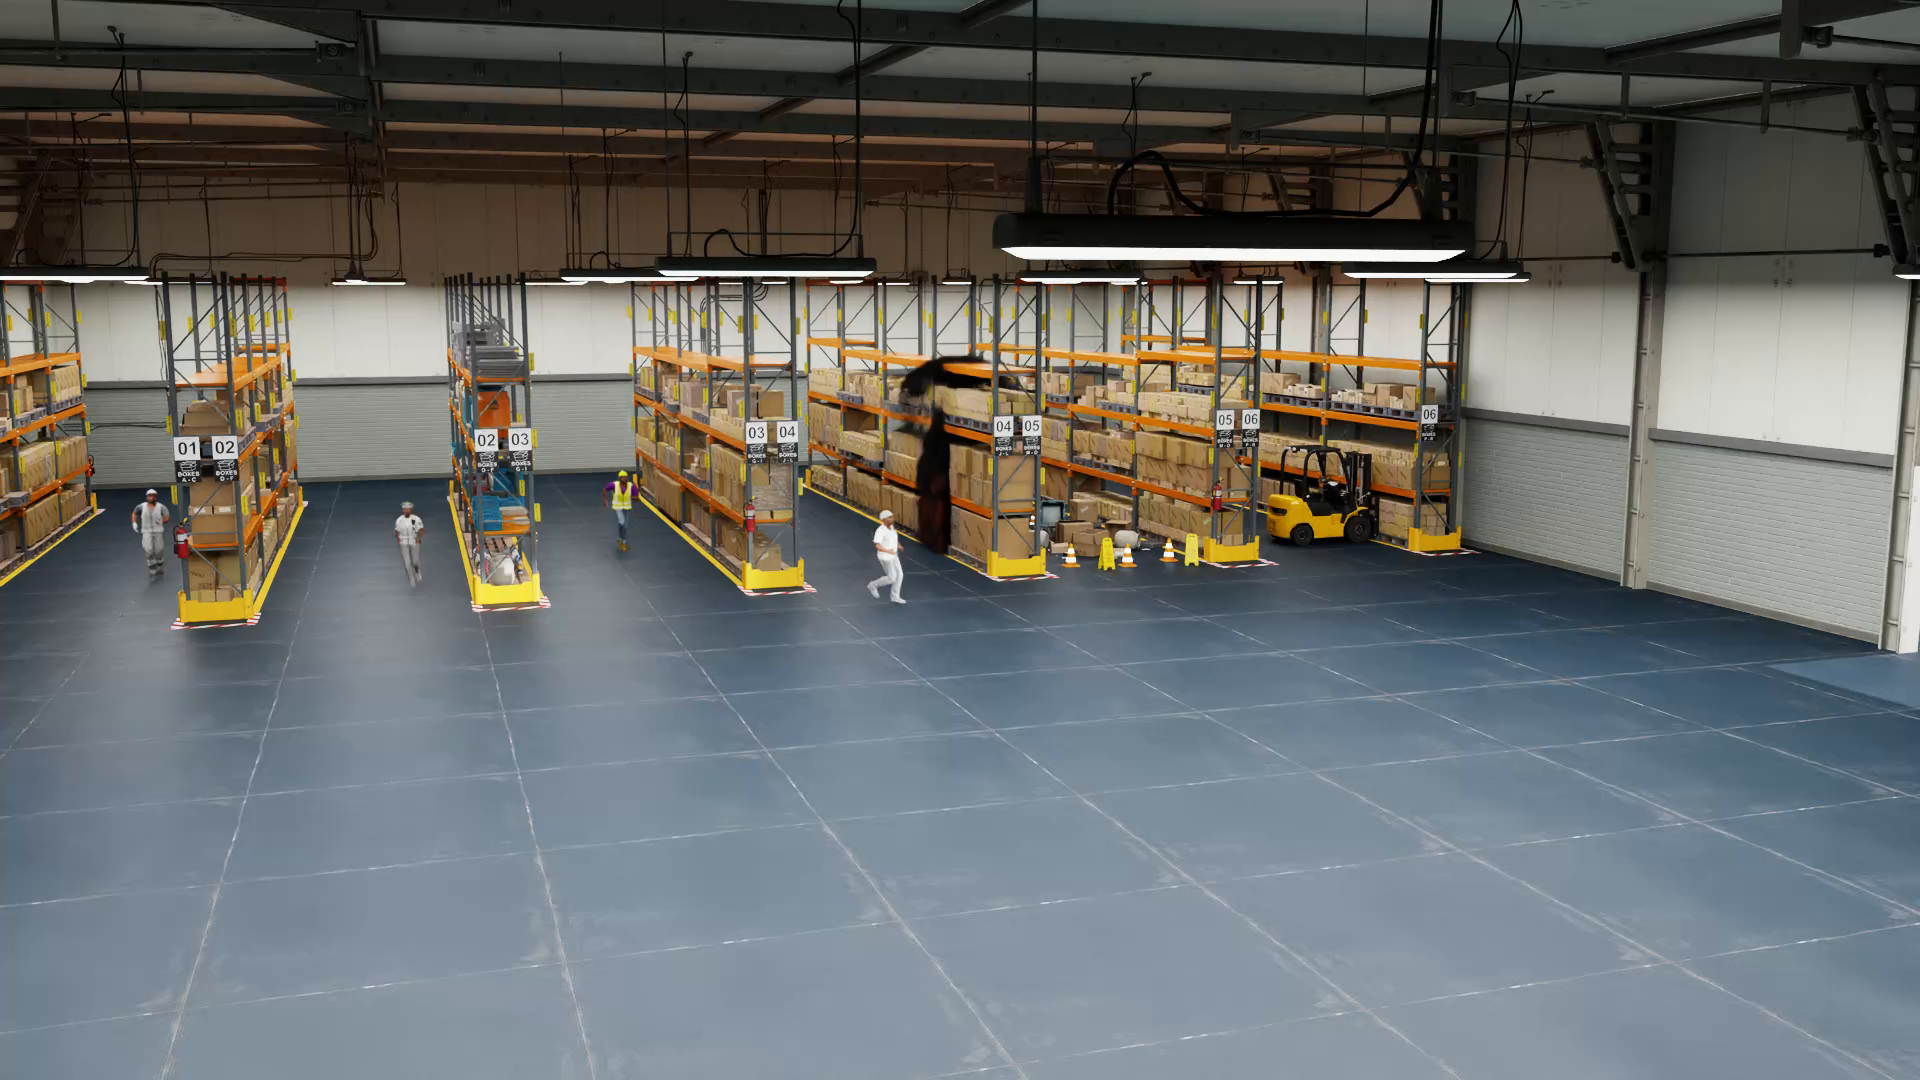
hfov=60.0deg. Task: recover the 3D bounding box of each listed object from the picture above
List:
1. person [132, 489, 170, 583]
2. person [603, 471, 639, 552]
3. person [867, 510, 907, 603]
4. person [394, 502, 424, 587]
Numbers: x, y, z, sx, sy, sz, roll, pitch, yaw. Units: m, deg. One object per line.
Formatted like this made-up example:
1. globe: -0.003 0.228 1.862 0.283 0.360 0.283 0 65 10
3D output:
1. person: -15.984 -0.103 32.912 0.669 1.810 0.816 -5 10 -28
2. person: -7.434 -0.647 36.586 0.729 1.788 0.838 -4 9 -23
3. person: -1.360 0.303 30.196 0.733 1.723 0.742 3 9 16
4. person: -10.631 0.074 32.111 0.555 1.654 0.550 -2 9 -11
